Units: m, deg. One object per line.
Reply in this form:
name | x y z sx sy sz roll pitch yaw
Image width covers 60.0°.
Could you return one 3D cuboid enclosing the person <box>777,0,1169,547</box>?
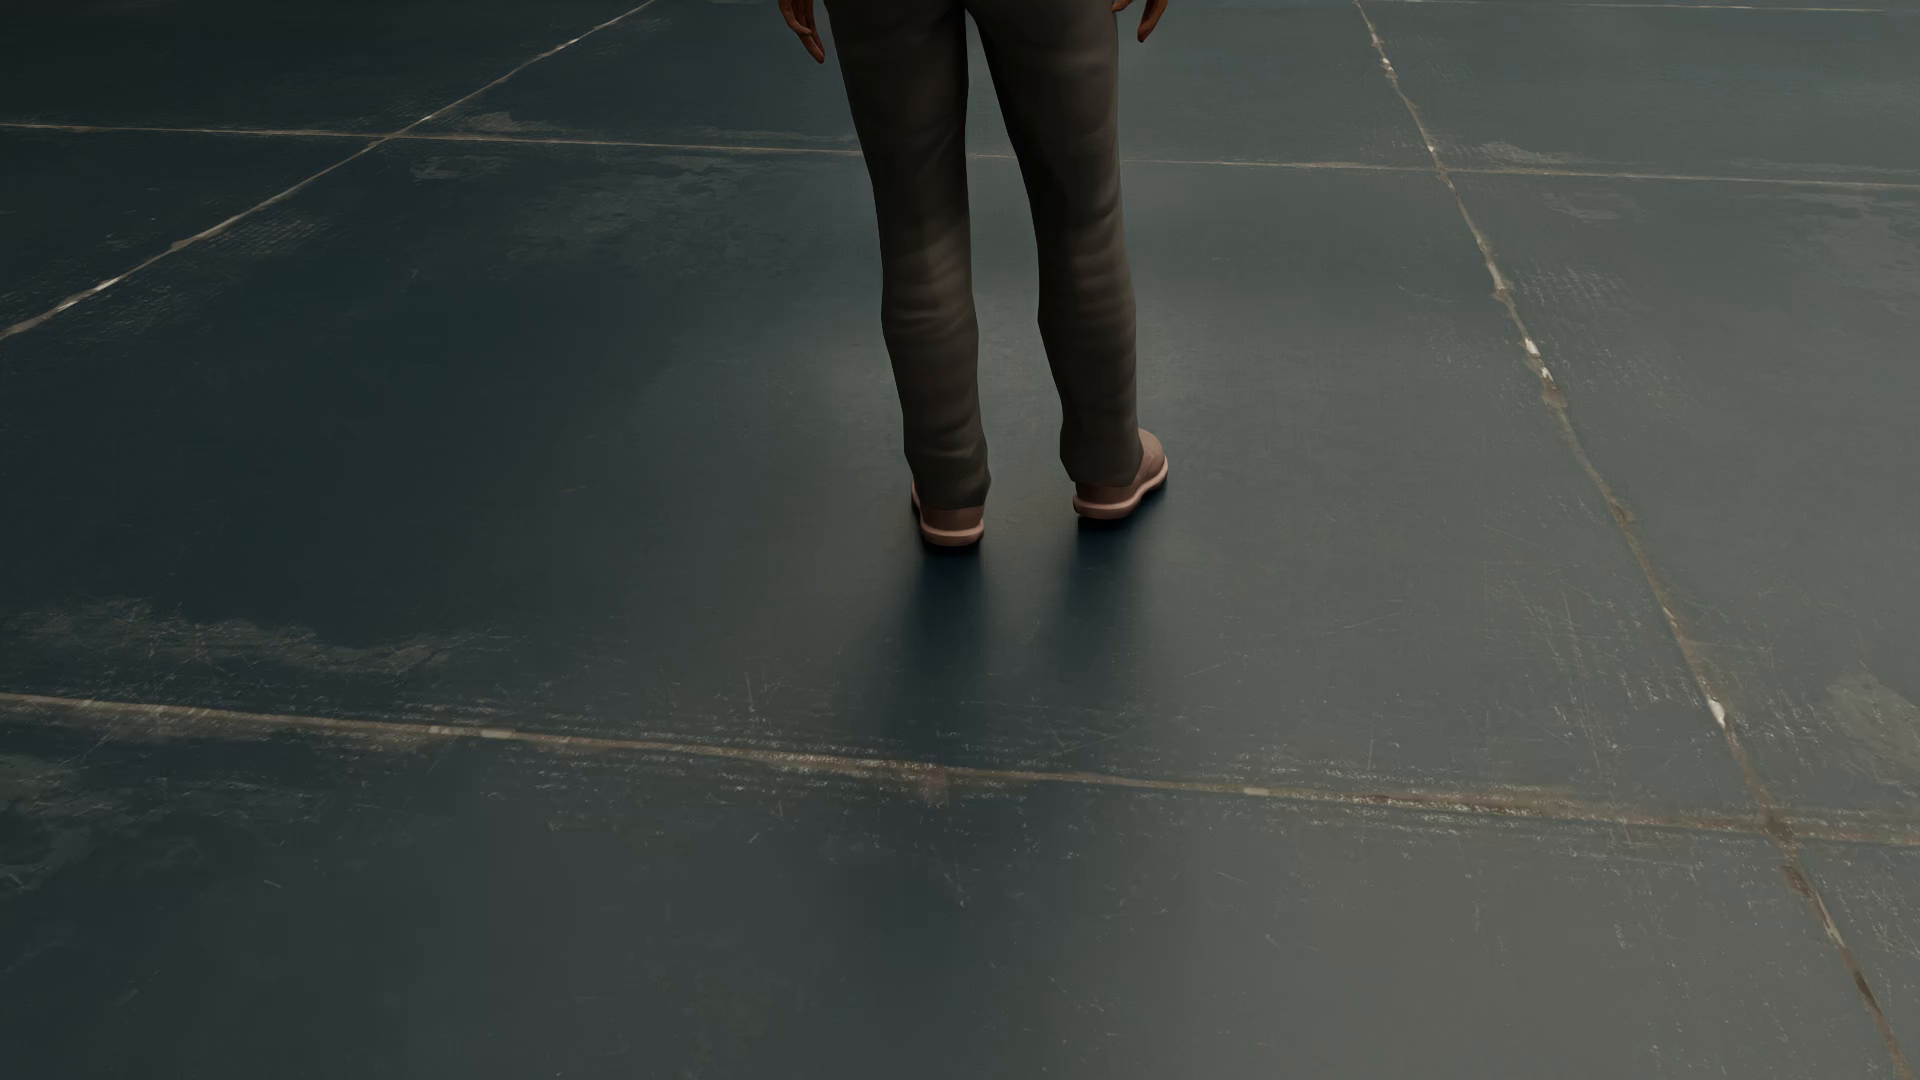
person | 0.031 -0.785 2.203 0.569 1.656 0.503 3 27 7
